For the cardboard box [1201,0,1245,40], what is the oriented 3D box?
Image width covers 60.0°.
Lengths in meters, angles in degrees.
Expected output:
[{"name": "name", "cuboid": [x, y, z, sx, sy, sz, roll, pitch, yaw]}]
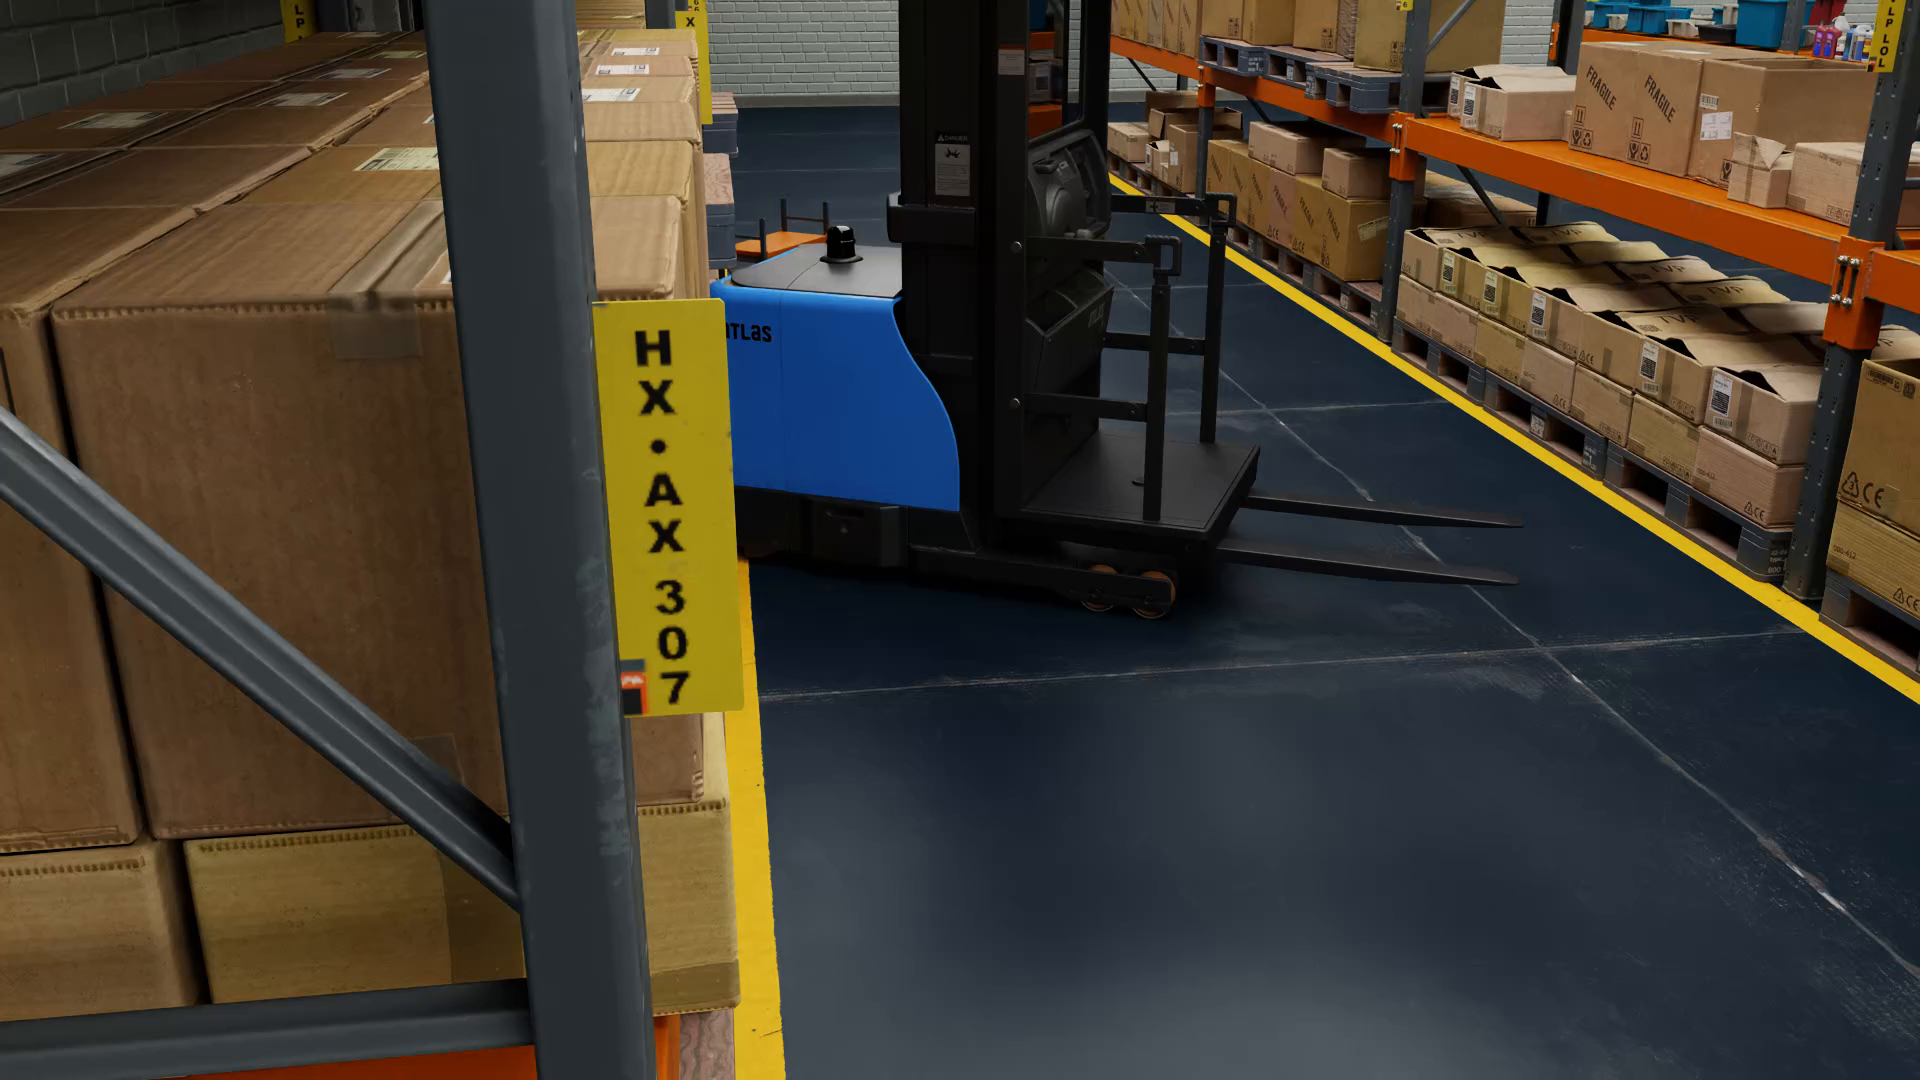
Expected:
[{"name": "cardboard box", "cuboid": [2.264, -4.059, 12.553, 0.700, 0.500, 0.500, -10, 23, -26]}]

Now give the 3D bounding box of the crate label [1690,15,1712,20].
[{"name": "crate label", "cuboid": [7.131, -5.059, 16.266, 0.396, 0.136, 0.243, -3, 21, -8]}]

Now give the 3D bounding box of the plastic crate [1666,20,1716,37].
[{"name": "plastic crate", "cuboid": [6.770, -4.731, 15.388, 0.293, 0.136, 0.466, -3, 21, -8]}]

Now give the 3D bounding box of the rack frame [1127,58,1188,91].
[{"name": "rack frame", "cuboid": [1.840, -5.375, 16.821, 1.000, 3.000, 0.127, -3, 21, -8]}]

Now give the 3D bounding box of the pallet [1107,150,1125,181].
[{"name": "pallet", "cuboid": [1.967, -3.767, 16.500, 1.003, 0.211, 1.213, -3, 21, -8]}]

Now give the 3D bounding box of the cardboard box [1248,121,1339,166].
[{"name": "cardboard box", "cuboid": [2.389, -2.851, 11.934, 0.500, 0.250, 0.500, -3, 21, -8]}]

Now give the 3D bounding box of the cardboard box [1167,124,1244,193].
[{"name": "cardboard box", "cuboid": [2.054, -3.209, 13.964, 0.500, 0.500, 0.500, -3, 21, -8]}]

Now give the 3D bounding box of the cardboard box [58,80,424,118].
[{"name": "cardboard box", "cuboid": [-1.247, -0.555, 3.030, 0.500, 0.500, 0.500, -3, 21, -7]}]

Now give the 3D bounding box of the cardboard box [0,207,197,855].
[{"name": "cardboard box", "cuboid": [-1.033, -0.028, 1.617, 0.500, 0.500, 0.500, -3, 21, -8]}]

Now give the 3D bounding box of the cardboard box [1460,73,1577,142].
[{"name": "cardboard box", "cuboid": [2.931, -2.244, 8.566, 0.500, 0.311, 0.500, -3, 21, -8]}]

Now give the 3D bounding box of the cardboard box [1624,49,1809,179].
[{"name": "cardboard box", "cuboid": [3.327, -1.890, 7.347, 0.500, 0.500, 0.500, -3, 21, -8]}]

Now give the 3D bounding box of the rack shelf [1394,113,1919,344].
[{"name": "rack shelf", "cuboid": [3.282, -1.576, 7.677, 1.077, 0.370, 4.000, -3, 21, -8]}]

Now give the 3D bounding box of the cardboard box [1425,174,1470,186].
[{"name": "cardboard box", "cuboid": [3.062, -2.168, 11.177, 0.500, 0.500, 0.500, -3, 21, -8]}]

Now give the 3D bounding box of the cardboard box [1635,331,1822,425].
[{"name": "cardboard box", "cuboid": [3.147, -0.698, 6.825, 0.500, 0.311, 0.500, -2, 21, -6]}]

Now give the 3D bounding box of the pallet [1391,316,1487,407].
[{"name": "pallet", "cuboid": [3.073, -1.012, 9.125, 1.003, 0.211, 1.213, -3, 21, -8]}]

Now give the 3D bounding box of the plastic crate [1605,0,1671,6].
[{"name": "plastic crate", "cuboid": [6.975, -5.562, 17.185, 0.616, 0.435, 0.499, -3, 21, -8]}]

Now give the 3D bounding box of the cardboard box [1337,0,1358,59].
[{"name": "cardboard box", "cuboid": [2.848, -3.388, 10.757, 0.700, 0.500, 0.500, 1, 20, 2]}]

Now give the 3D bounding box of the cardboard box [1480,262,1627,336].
[{"name": "cardboard box", "cuboid": [2.933, -1.223, 8.231, 0.500, 0.311, 0.500, -3, 21, -9]}]

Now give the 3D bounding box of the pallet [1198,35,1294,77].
[{"name": "pallet", "cuboid": [2.424, -3.618, 12.391, 1.003, 0.211, 1.213, -3, 21, -8]}]

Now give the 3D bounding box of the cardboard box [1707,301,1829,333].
[{"name": "cardboard box", "cuboid": [3.614, -0.900, 7.368, 0.500, 0.311, 0.500, -4, 21, -10]}]

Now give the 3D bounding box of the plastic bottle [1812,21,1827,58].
[{"name": "plastic bottle", "cuboid": [6.950, -4.036, 13.402, 0.061, 0.283, 0.133, -3, 21, -8]}]

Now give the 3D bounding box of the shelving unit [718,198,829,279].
[{"name": "shelving unit", "cuboid": [-0.793, -0.847, 7.270, 0.258, 1.200, 0.503, 10, 23, 26]}]

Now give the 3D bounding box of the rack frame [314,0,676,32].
[{"name": "rack frame", "cuboid": [-1.332, -0.970, 5.025, 1.000, 3.000, 0.127, -3, 21, -8]}]

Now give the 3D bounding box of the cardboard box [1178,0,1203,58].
[{"name": "cardboard box", "cuboid": [2.091, -4.198, 13.525, 0.500, 0.500, 0.500, -3, 21, -7]}]

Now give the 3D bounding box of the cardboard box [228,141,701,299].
[{"name": "cardboard box", "cuboid": [-0.588, -0.227, 2.151, 0.500, 0.500, 0.500, -3, 21, -8]}]

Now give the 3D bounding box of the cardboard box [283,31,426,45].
[{"name": "cardboard box", "cuboid": [-1.470, -1.087, 4.453, 0.500, 0.500, 0.500, -3, 21, -9]}]

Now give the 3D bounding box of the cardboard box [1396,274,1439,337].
[{"name": "cardboard box", "cuboid": [2.778, -1.318, 9.288, 0.500, 0.250, 0.500, -3, 21, -8]}]

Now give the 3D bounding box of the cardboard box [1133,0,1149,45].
[{"name": "cardboard box", "cuboid": [1.863, -4.730, 14.950, 0.500, 0.500, 0.500, -3, 21, -7]}]

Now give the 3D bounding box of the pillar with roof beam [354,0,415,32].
[{"name": "pillar with roof beam", "cuboid": [1.683, -4.888, 6.943, 9.100, 9.000, 0.400, -3, 21, -8]}]

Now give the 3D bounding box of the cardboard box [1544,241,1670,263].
[{"name": "cardboard box", "cuboid": [3.394, -1.428, 8.782, 0.500, 0.311, 0.500, -3, 21, -9]}]

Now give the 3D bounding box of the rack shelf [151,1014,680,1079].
[{"name": "rack shelf", "cuboid": [-1.043, 0.060, 3.297, 1.077, 0.370, 4.000, -3, 21, -8]}]

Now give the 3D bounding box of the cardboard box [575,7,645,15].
[{"name": "cardboard box", "cuboid": [-1.570, -1.821, 6.532, 0.700, 0.500, 0.500, 0, 20, 0]}]

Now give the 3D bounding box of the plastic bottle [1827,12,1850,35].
[{"name": "plastic bottle", "cuboid": [7.055, -4.064, 13.380, 0.144, 0.351, 0.185, -3, 21, -8]}]

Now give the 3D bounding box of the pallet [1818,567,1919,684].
[{"name": "pallet", "cuboid": [3.643, 0.363, 5.442, 1.003, 0.211, 1.213, -3, 21, -8]}]

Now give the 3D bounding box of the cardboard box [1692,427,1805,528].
[{"name": "cardboard box", "cuboid": [3.223, -0.258, 6.450, 0.500, 0.250, 0.500, -3, 21, -8]}]

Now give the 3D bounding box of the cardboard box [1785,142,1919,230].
[{"name": "cardboard box", "cuboid": [3.456, -1.319, 6.174, 0.500, 0.250, 0.500, -2, 21, -4]}]

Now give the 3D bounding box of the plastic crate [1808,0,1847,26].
[{"name": "plastic crate", "cuboid": [7.438, -4.619, 14.619, 0.402, 0.464, 0.583, -3, 21, -8]}]

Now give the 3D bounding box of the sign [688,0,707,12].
[{"name": "sign", "cuboid": [-1.372, -2.890, 8.626, 0.100, 0.325, 0.005, -3, 21, -8]}]

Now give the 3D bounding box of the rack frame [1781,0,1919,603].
[{"name": "rack frame", "cuboid": [3.570, -1.221, 5.697, 1.000, 3.000, 0.127, -3, 21, -8]}]

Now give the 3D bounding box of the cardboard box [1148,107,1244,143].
[{"name": "cardboard box", "cuboid": [2.141, -3.677, 15.214, 0.797, 0.503, 0.637, -3, 21, -8]}]

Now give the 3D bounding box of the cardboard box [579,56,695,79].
[{"name": "cardboard box", "cuboid": [-0.818, -0.764, 3.590, 0.500, 0.500, 0.500, -4, 21, -9]}]

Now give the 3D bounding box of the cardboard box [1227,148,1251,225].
[{"name": "cardboard box", "cuboid": [2.333, -2.662, 12.500, 0.500, 0.500, 0.500, -3, 21, -7]}]

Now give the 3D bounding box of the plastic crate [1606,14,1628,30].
[{"name": "plastic crate", "cuboid": [6.514, -5.076, 16.312, 0.250, 0.136, 0.298, -3, 21, -8]}]

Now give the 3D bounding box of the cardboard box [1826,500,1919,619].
[{"name": "cardboard box", "cuboid": [3.337, 0.047, 5.634, 0.500, 0.250, 0.500, -3, 21, -8]}]

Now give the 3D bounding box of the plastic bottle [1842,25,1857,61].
[{"name": "plastic bottle", "cuboid": [7.018, -3.911, 13.085, 0.097, 0.271, 0.097, 0, 20, 0]}]

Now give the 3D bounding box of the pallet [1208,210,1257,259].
[{"name": "pallet", "cuboid": [2.571, -2.404, 12.852, 1.003, 0.211, 1.213, -3, 21, -8]}]

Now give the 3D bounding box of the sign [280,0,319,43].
[{"name": "sign", "cuboid": [-1.880, -1.483, 4.744, 0.100, 0.325, 0.005, -3, 21, -8]}]

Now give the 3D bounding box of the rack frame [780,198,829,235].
[{"name": "rack frame", "cuboid": [-0.680, -0.923, 7.472, 0.240, 1.200, 0.015, 10, 23, 26]}]

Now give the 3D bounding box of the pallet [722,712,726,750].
[{"name": "pallet", "cuboid": [-1.200, 0.567, 4.895, 1.003, 0.211, 1.213, -3, 21, -8]}]

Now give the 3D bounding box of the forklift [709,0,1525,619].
[{"name": "forklift", "cuboid": [0.590, -1.301, 6.009, 3.031, 2.935, 1.130, 7, 22, 18]}]

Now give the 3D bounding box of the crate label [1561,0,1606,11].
[{"name": "crate label", "cuboid": [6.452, -5.472, 17.232, 0.416, 0.233, 0.303, -3, 21, -8]}]

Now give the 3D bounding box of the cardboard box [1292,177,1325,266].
[{"name": "cardboard box", "cuboid": [2.552, -2.132, 11.081, 0.500, 0.500, 0.500, -4, 21, -10]}]

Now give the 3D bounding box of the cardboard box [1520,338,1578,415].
[{"name": "cardboard box", "cuboid": [3.006, -0.787, 7.865, 0.500, 0.250, 0.500, -2, 21, -7]}]
